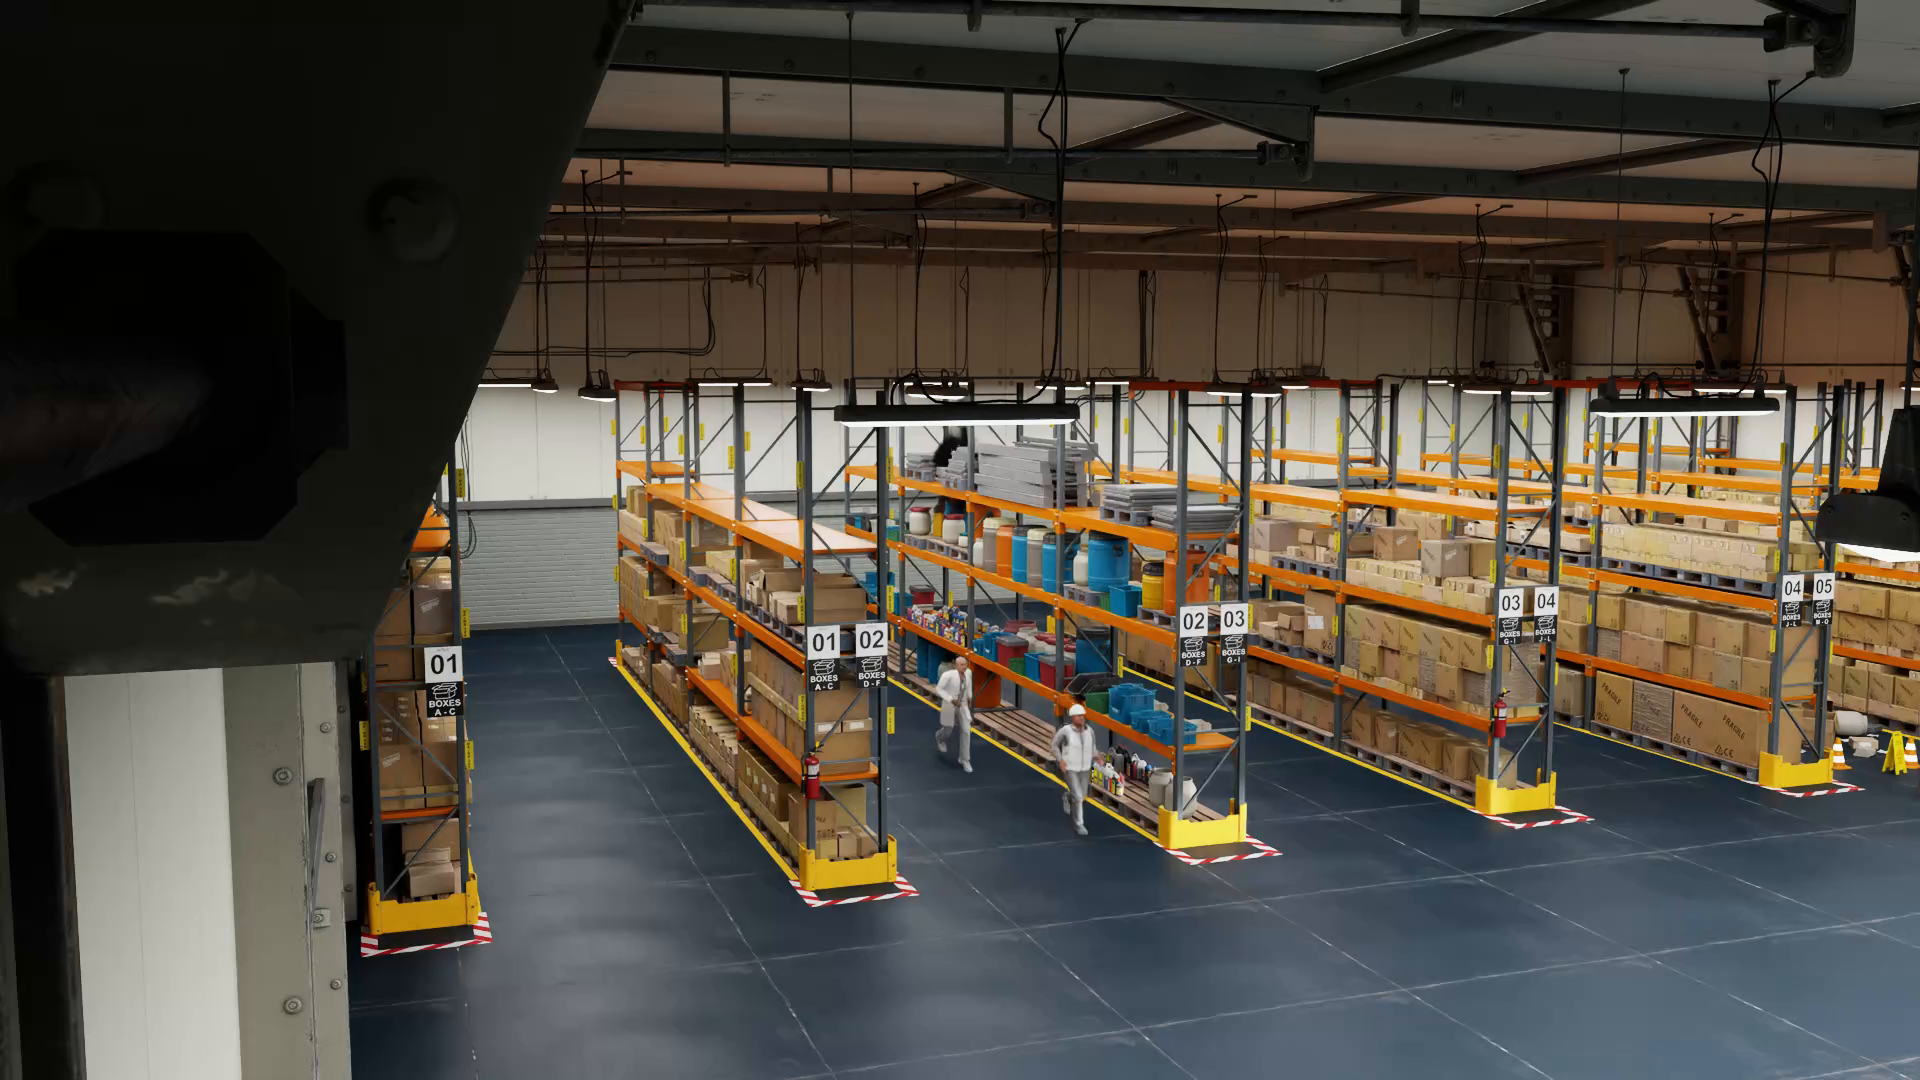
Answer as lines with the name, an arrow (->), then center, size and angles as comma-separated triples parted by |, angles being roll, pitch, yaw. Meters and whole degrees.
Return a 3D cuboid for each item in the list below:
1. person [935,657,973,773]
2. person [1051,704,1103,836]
person -> -0.099, 2.691, 26.266 | 0.712, 1.778, 1.188 | -3, 7, -25
person -> 1.541, 3.082, 22.656 | 0.647, 1.748, 0.830 | -3, 7, -26
